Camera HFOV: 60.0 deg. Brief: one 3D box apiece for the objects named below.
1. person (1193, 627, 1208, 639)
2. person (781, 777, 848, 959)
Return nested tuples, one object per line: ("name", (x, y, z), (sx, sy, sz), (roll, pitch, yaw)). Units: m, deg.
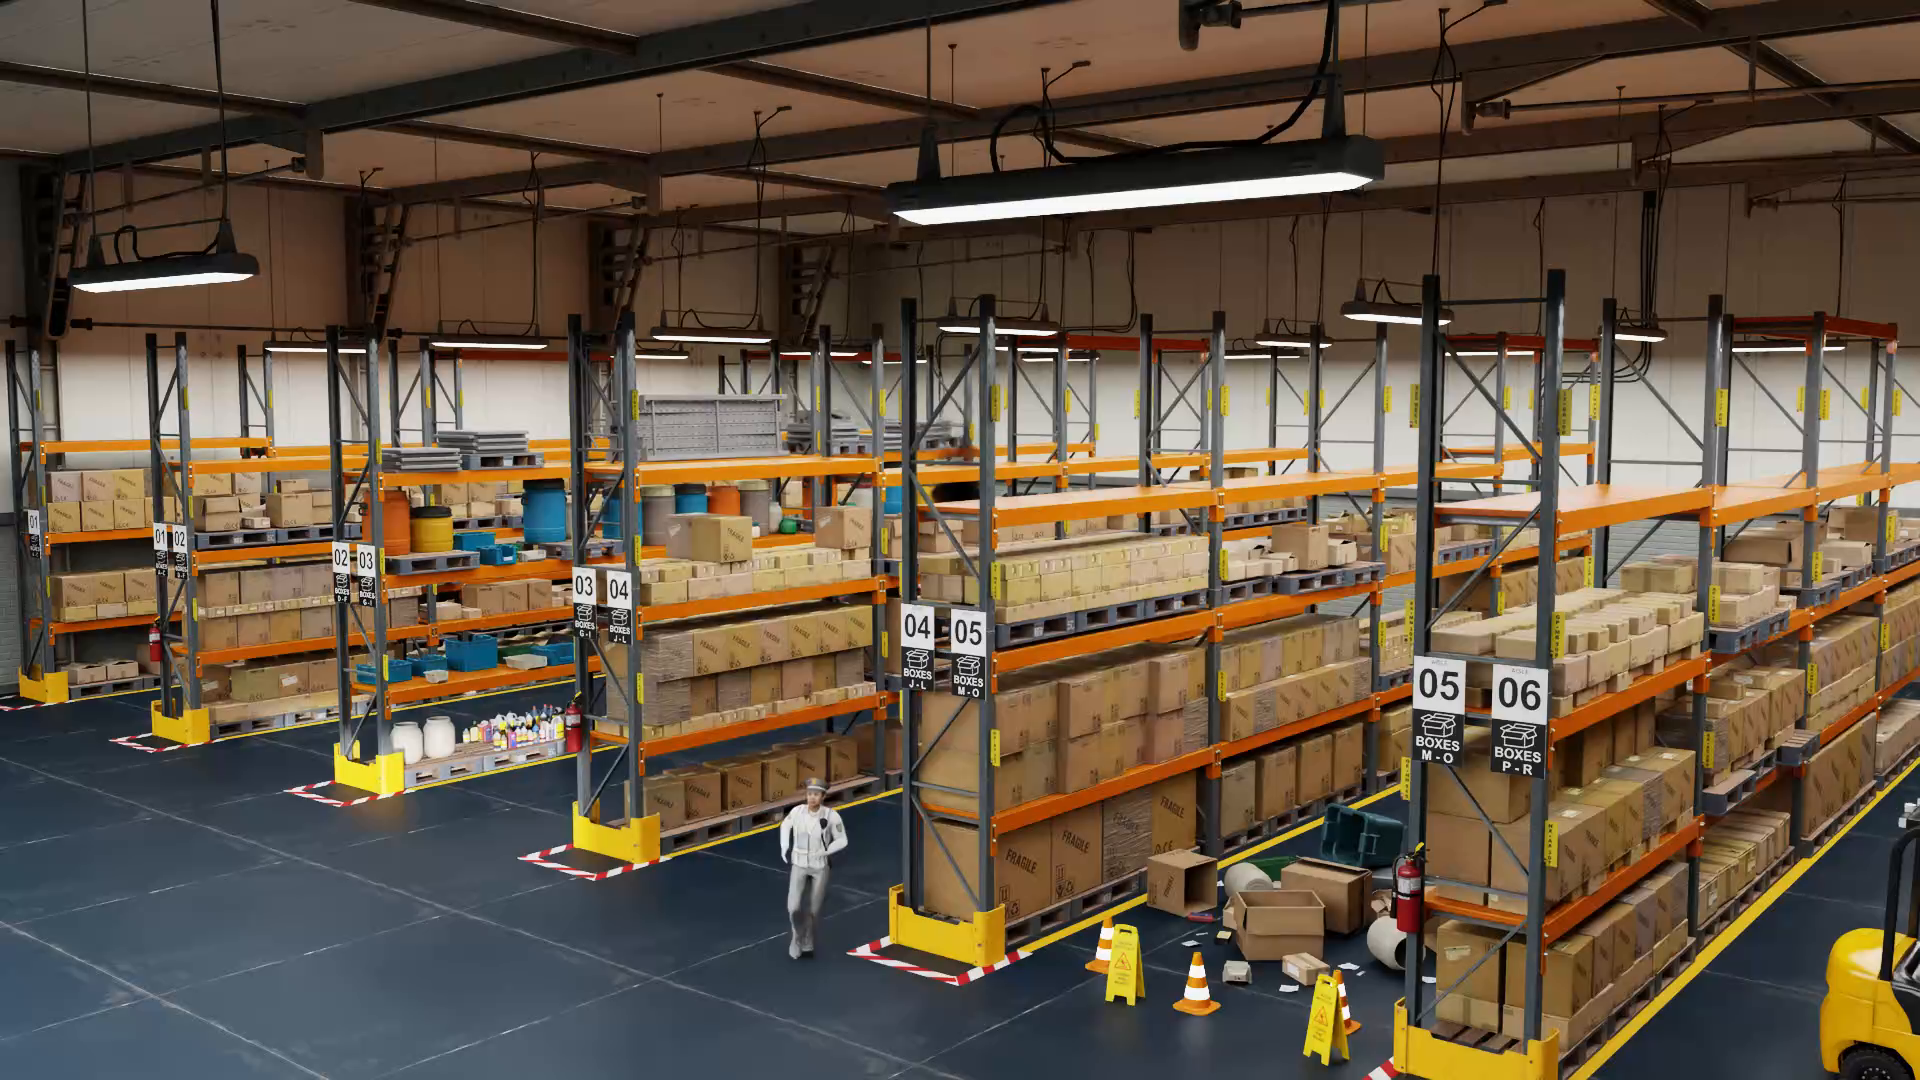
("person", (3.650, 2.062, 24.861), (0.701, 1.735, 0.624), (3, 6, 30))
("person", (-1.338, 2.978, 15.101), (0.646, 1.685, 0.572), (0, 5, 5))
